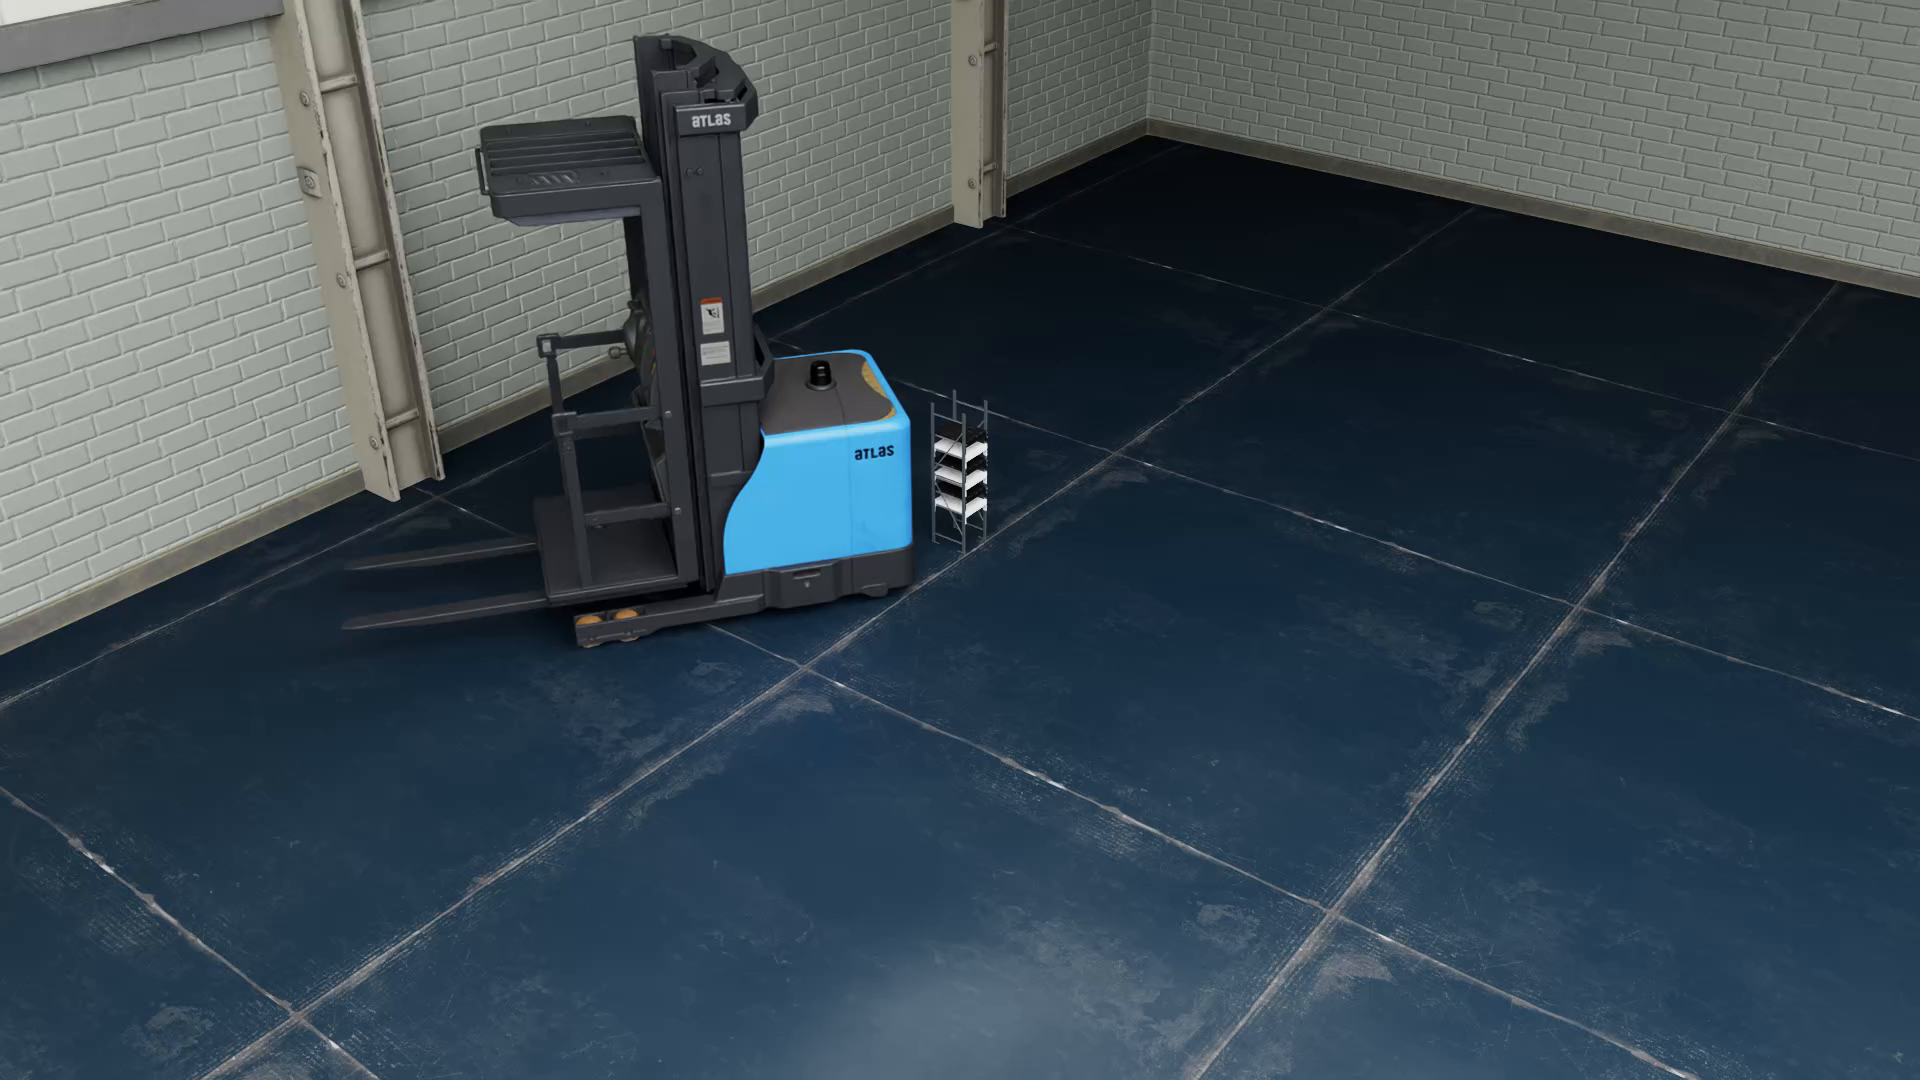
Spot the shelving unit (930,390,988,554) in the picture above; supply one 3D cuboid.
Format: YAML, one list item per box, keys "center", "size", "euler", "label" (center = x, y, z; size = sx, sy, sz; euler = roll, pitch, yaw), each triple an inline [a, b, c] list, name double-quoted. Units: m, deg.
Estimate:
- center: [-0.005, -0.384, 9.515]
  size: [0.258, 0.900, 0.210]
  euler: [21, 37, 31]
  label: "shelving unit"

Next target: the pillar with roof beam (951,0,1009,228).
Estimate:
- center: [3.596, -5.344, 9.940]
  size: [9.100, 9.000, 0.400]
  euler: [21, 37, 31]
  label: "pillar with roof beam"

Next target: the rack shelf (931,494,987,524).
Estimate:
- center: [-0.005, -0.200, 9.624]
  size: [0.258, 0.077, 0.200]
  euler: [21, 37, 31]
  label: "rack shelf"

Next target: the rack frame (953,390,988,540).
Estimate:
- center: [0.056, -0.425, 9.585]
  size: [0.240, 0.900, 0.006]
  euler: [21, 37, 31]
  label: "rack frame"

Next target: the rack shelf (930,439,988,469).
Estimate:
- center: [-0.005, -0.510, 9.440]
  size: [0.258, 0.077, 0.200]
  euler: [21, 37, 31]
  label: "rack shelf"

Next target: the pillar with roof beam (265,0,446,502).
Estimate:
- center: [-0.026, -2.905, 5.825]
  size: [9.100, 9.000, 0.400]
  euler: [21, 37, 31]
  label: "pillar with roof beam"

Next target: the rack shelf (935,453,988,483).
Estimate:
- center: [-0.005, -0.433, 9.486]
  size: [0.258, 0.077, 0.200]
  euler: [21, 37, 31]
  label: "rack shelf"

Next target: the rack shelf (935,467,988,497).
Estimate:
- center: [-0.005, -0.355, 9.532]
  size: [0.258, 0.077, 0.200]
  euler: [21, 37, 31]
  label: "rack shelf"

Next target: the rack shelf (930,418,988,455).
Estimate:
- center: [-0.005, -0.587, 9.394]
  size: [0.258, 0.077, 0.200]
  euler: [21, 37, 31]
  label: "rack shelf"

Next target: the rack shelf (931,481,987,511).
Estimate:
- center: [-0.005, -0.278, 9.578]
  size: [0.258, 0.077, 0.200]
  euler: [21, 37, 31]
  label: "rack shelf"

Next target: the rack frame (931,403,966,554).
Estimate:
- center: [-0.066, -0.342, 9.445]
  size: [0.240, 0.900, 0.006]
  euler: [21, 37, 31]
  label: "rack frame"

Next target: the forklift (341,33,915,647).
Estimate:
- center: [-1.824, -0.994, 8.552]
  size: [3.031, 2.935, 1.130]
  euler: [-9, 32, -14]
  label: "forklift"
